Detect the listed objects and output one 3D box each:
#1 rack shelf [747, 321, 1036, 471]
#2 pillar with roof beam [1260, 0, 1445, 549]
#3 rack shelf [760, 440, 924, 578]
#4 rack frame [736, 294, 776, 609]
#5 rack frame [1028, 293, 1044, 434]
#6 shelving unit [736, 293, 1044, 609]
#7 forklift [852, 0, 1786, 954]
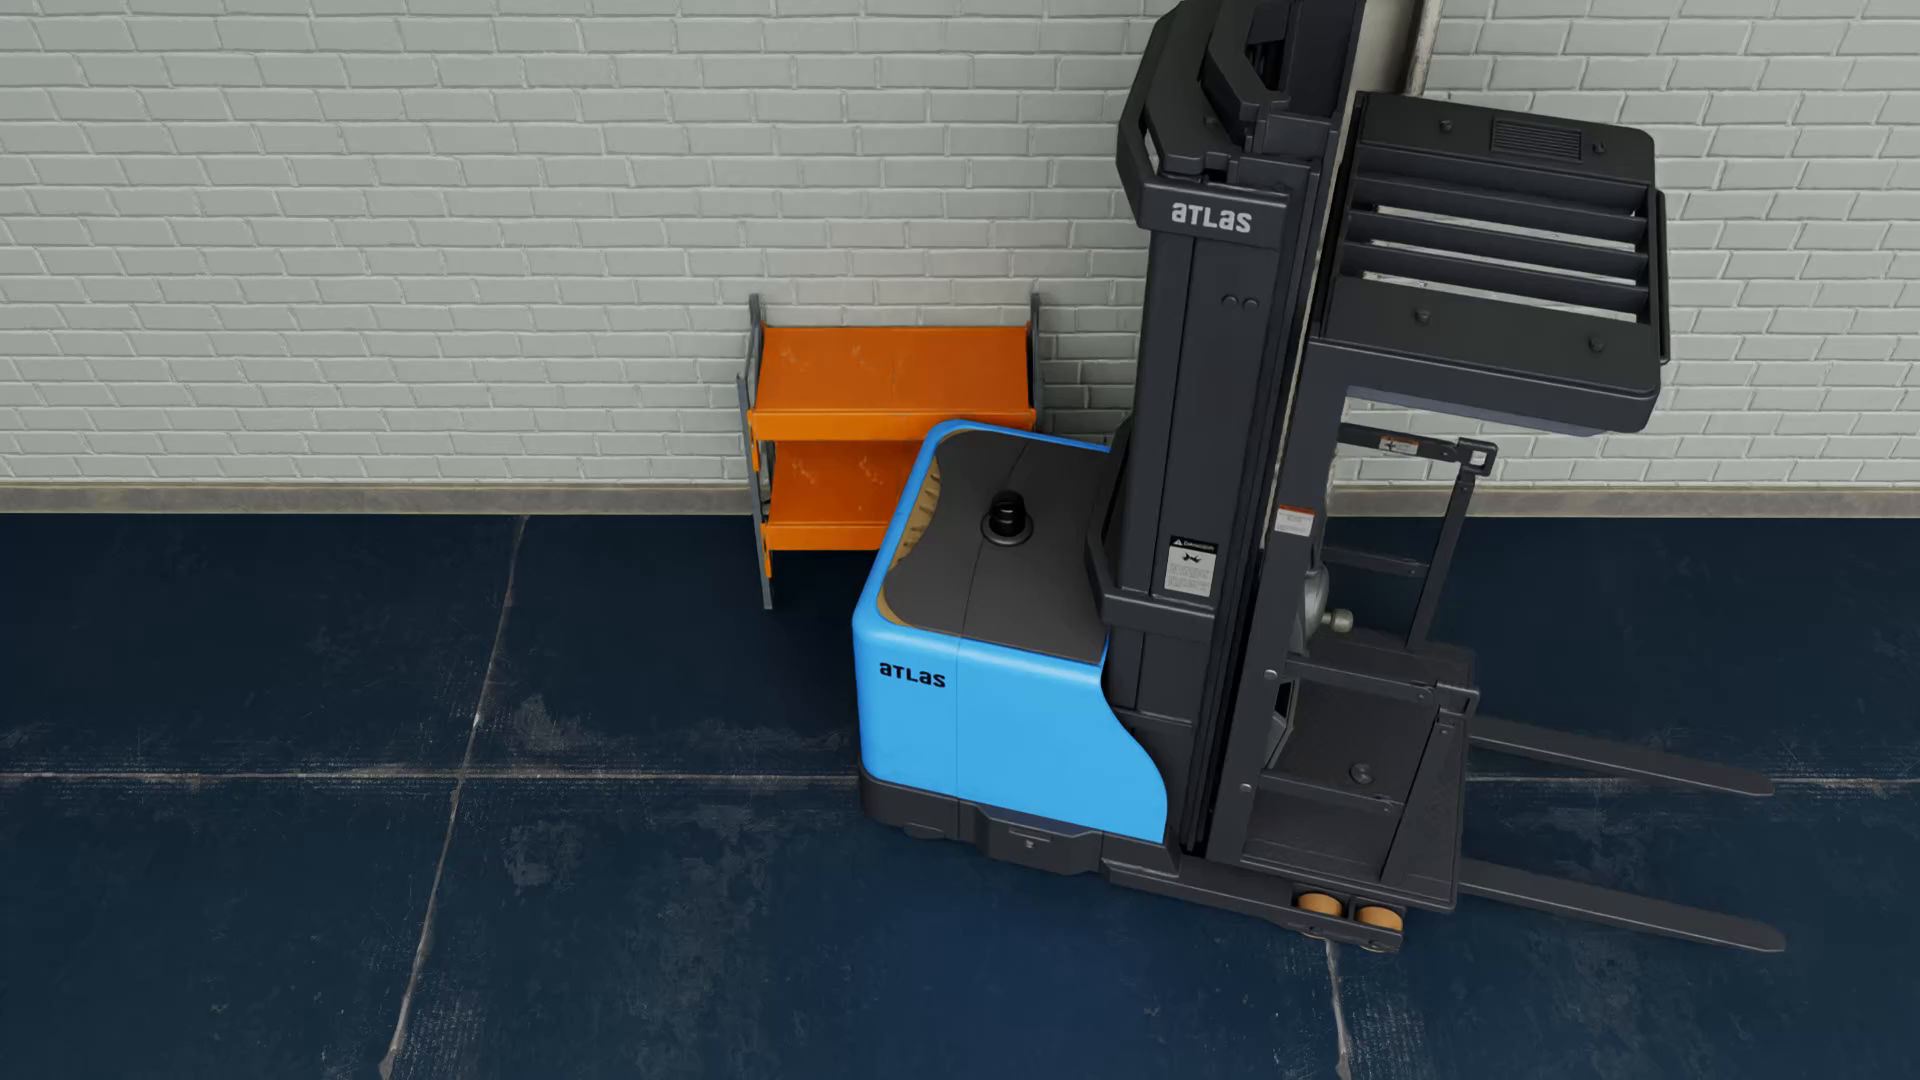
[{"bbox_3d":[-0.236,-0.524,6.019,1.000,0.278,0.538,0,44,0],"label":"rack shelf"},{"bbox_3d":[1.204,0.073,0.534,0.400,9.000,9.100,0,47,0],"label":"pillar with roof beam"},{"bbox_3d":[-0.234,-0.136,6.390,1.000,0.278,0.538,0,44,0],"label":"rack shelf"},{"bbox_3d":[-0.743,-0.311,6.223,0.032,1.125,0.500,0,44,0],"label":"rack frame"},{"bbox_3d":[0.274,-0.314,6.219,0.032,1.125,0.500,0,44,0],"label":"rack frame"},{"bbox_3d":[-0.235,-0.312,6.221,1.048,1.125,0.538,0,44,0],"label":"shelving unit"},{"bbox_3d":[1.228,-0.075,4.817,3.031,2.935,1.130,11,48,10],"label":"forklift"}]
